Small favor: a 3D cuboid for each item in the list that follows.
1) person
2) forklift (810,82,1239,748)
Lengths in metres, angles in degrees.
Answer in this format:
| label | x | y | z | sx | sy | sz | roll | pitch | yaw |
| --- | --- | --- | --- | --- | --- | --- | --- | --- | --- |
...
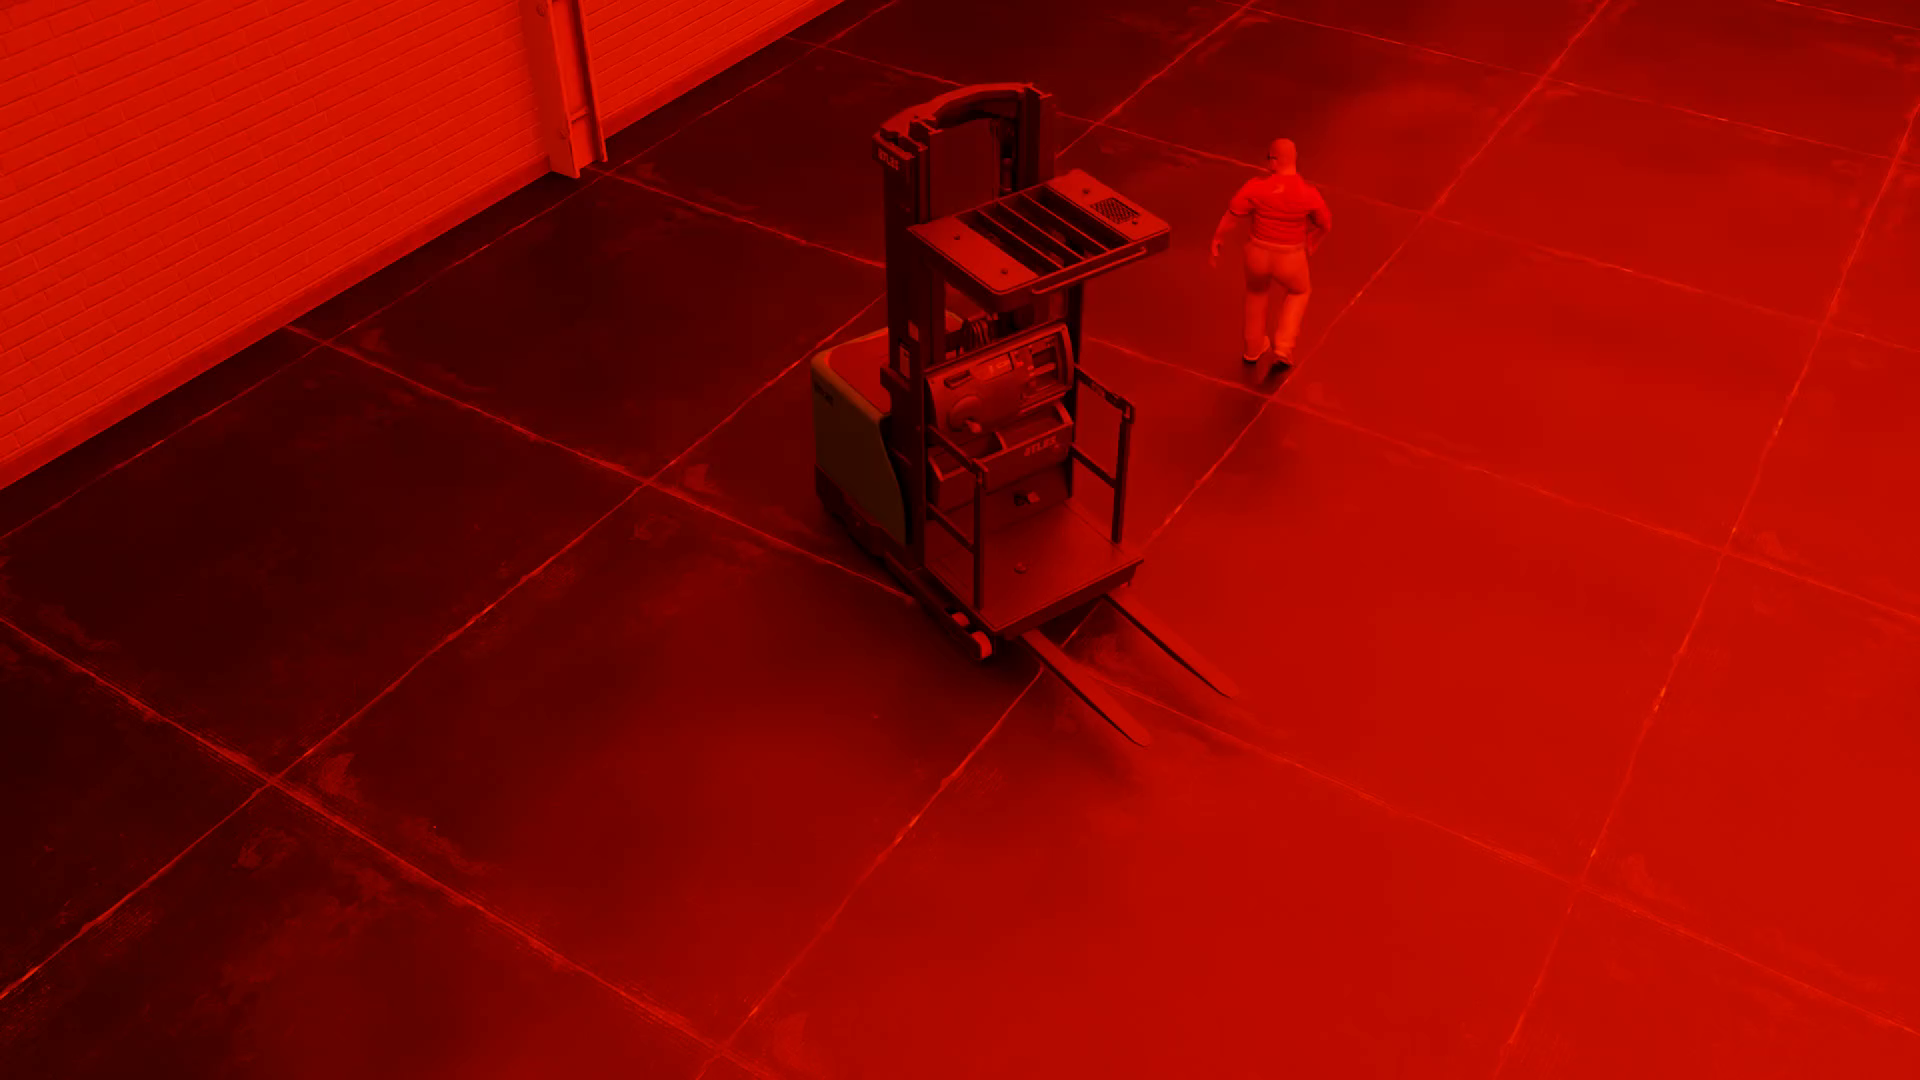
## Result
| label | x | y | z | sx | sy | sz | roll | pitch | yaw |
| --- | --- | --- | --- | --- | --- | --- | --- | --- | --- |
| person | 2.086 | -1.940 | 11.230 | 0.779 | 1.707 | 0.492 | 15 | 43 | 17 |
| forklift | 0.353 | -0.796 | 8.907 | 1.130 | 2.935 | 3.031 | -25 | 46 | -26 |
